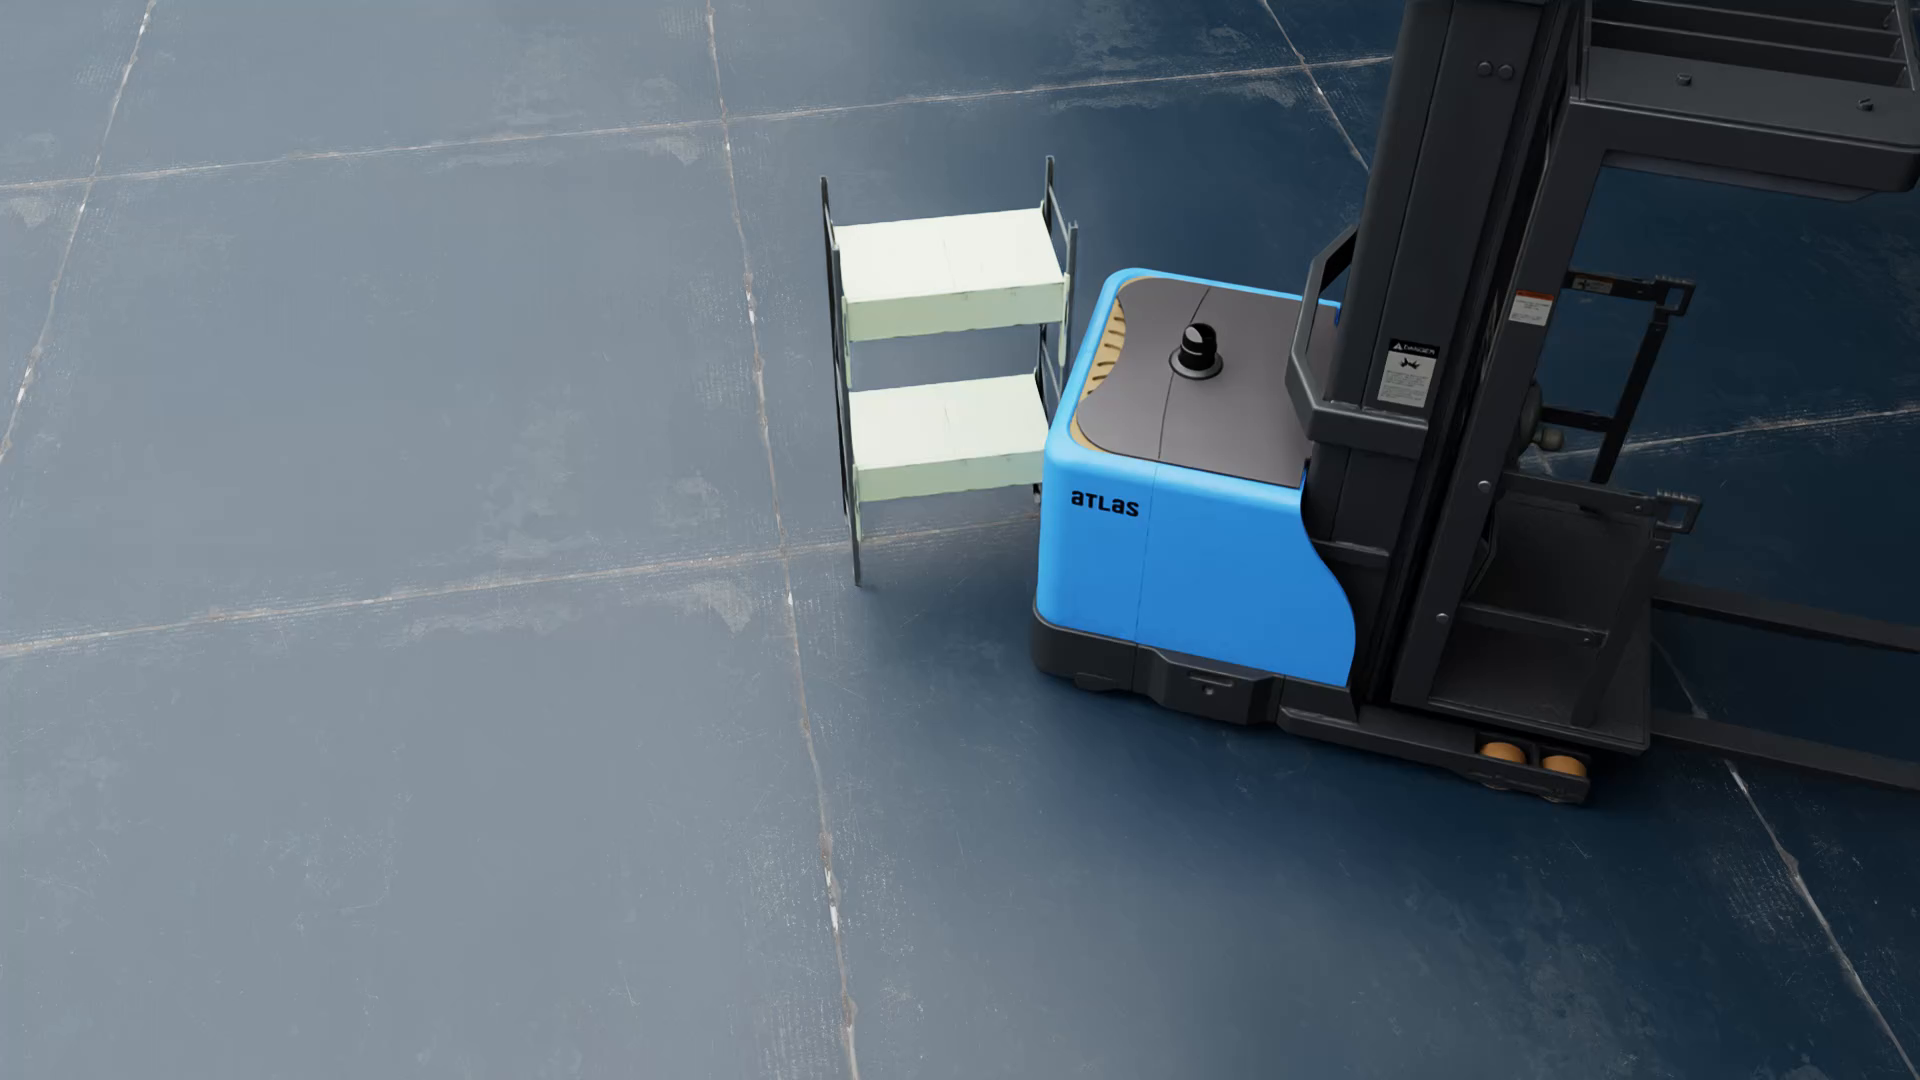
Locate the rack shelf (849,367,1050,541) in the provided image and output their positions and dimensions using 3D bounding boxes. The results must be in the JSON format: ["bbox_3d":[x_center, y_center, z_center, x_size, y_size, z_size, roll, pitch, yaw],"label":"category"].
[{"bbox_3d":[-0.042,-0.309,5.959,0.720,0.370,0.431,-7,46,-6],"label":"rack shelf"}]

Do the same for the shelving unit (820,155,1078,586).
[{"bbox_3d":[-0.042,-0.536,5.725,0.755,1.500,0.431,-7,46,-6],"label":"shelving unit"}]

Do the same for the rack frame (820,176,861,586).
[{"bbox_3d":[-0.404,-0.494,5.685,0.023,1.500,0.400,-7,46,-6],"label":"rack frame"}]

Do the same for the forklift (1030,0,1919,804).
[{"bbox_3d":[1.819,-0.588,4.782,3.031,2.935,1.130,12,47,11],"label":"forklift"}]

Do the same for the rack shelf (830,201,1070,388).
[{"bbox_3d":[-0.042,-0.806,5.444,0.720,0.370,0.431,-7,46,-6],"label":"rack shelf"}]

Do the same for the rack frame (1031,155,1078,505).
[{"bbox_3d":[0.319,-0.577,5.764,0.023,1.500,0.400,-7,46,-6],"label":"rack frame"}]
